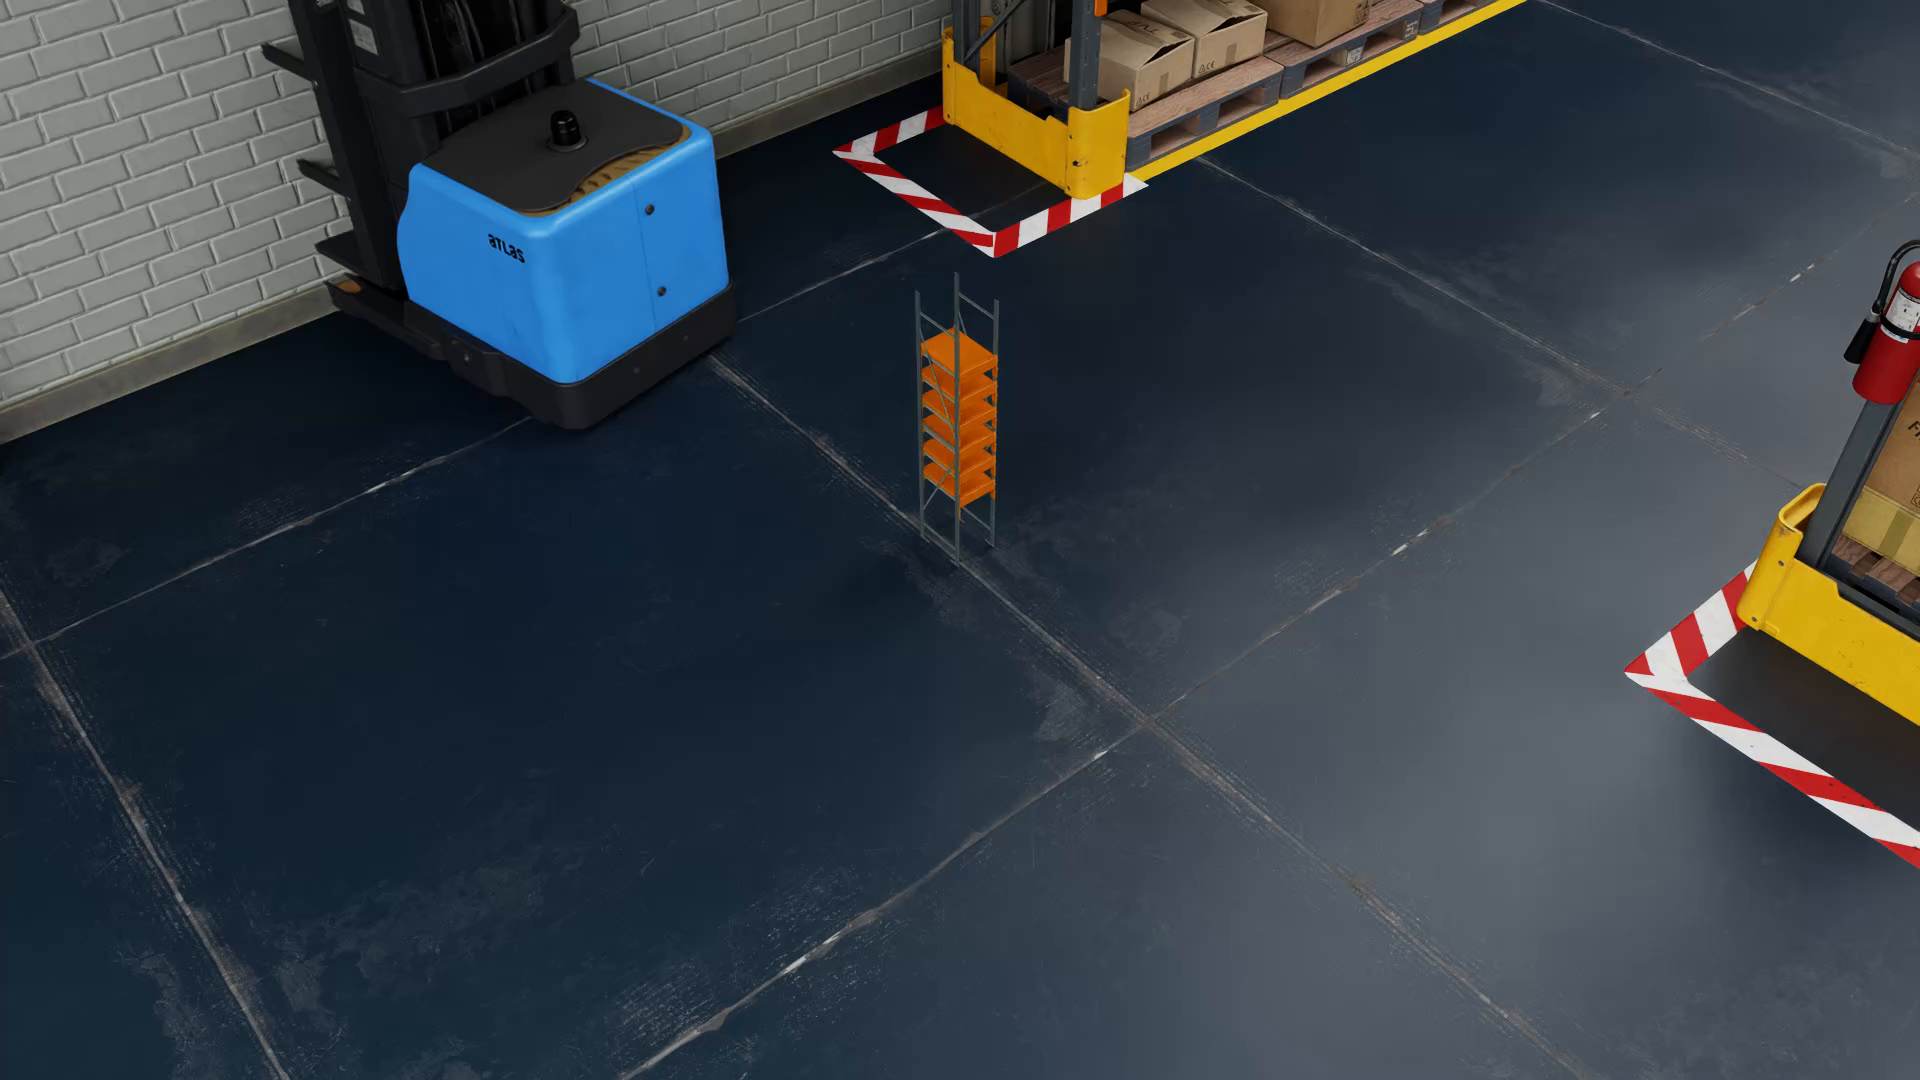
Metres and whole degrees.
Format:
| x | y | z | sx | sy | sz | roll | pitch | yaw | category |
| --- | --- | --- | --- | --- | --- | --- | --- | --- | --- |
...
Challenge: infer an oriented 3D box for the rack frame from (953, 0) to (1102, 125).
| x | y | z | sx | sy | sz | roll | pitch | yaw | category |
| --- | --- | --- | --- | --- | --- | --- | --- | --- | --- |
| 0.326 | -3.190 | 7.956 | 0.127 | 3.000 | 1.000 | -30 | 51 | -28 | rack frame |

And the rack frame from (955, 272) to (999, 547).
| x | y | z | sx | sy | sz | roll | pitch | yaw | category |
| --- | --- | --- | --- | --- | --- | --- | --- | --- | --- |
| 0.059 | -0.471 | 6.375 | 0.006 | 1.200 | 0.240 | -30 | 51 | -28 | rack frame |

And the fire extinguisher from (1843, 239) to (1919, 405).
| x | y | z | sx | sy | sz | roll | pitch | yaw | category |
| --- | --- | --- | --- | --- | --- | --- | --- | --- | --- |
| 3.118 | -0.755 | 5.419 | 0.183 | 0.674 | 0.296 | -30 | 51 | -28 | fire extinguisher |

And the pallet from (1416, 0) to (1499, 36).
| x | y | z | sx | sy | sz | roll | pitch | yaw | category |
| --- | --- | --- | --- | --- | --- | --- | --- | --- | --- |
| 2.902 | -3.617 | 10.447 | 1.213 | 0.211 | 1.003 | -30 | 51 | -28 | pallet |

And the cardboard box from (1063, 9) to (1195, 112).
| x | y | z | sx | sy | sz | roll | pitch | yaw | category |
| --- | --- | --- | --- | --- | --- | --- | --- | --- | --- |
| 0.914 | -2.627 | 8.999 | 0.500 | 0.311 | 0.500 | 33 | 52 | 30 | cardboard box |

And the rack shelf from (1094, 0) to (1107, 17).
| x | y | z | sx | sy | sz | roll | pitch | yaw | category |
| --- | --- | --- | --- | --- | --- | --- | --- | --- | --- |
| 1.860 | -3.807 | 9.138 | 4.000 | 0.370 | 1.077 | -30 | 51 | -28 | rack shelf |

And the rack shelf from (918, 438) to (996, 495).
| x | y | z | sx | sy | sz | roll | pitch | yaw | category |
| --- | --- | --- | --- | --- | --- | --- | --- | --- | --- |
| -0.011 | -0.311 | 6.445 | 0.180 | 0.103 | 0.258 | -30 | 51 | -28 | rack shelf |

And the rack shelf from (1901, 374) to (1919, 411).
| x | y | z | sx | sy | sz | roll | pitch | yaw | category |
| --- | --- | --- | --- | --- | --- | --- | --- | --- | --- |
| 5.041 | -1.207 | 6.370 | 4.000 | 0.370 | 1.077 | -30 | 51 | -28 | rack shelf |

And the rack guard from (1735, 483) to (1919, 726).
| x | y | z | sx | sy | sz | roll | pitch | yaw | category |
| --- | --- | --- | --- | --- | --- | --- | --- | --- | --- |
| 3.489 | 0.331 | 6.032 | 0.348 | 0.500 | 1.175 | -30 | 51 | -28 | rack guard |

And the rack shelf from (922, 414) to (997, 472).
| x | y | z | sx | sy | sz | roll | pitch | yaw | category |
| --- | --- | --- | --- | --- | --- | --- | --- | --- | --- |
| -0.011 | -0.399 | 6.363 | 0.180 | 0.103 | 0.258 | -30 | 51 | -28 | rack shelf |

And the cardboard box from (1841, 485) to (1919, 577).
| x | y | z | sx | sy | sz | roll | pitch | yaw | category |
| --- | --- | --- | --- | --- | --- | --- | --- | --- | --- |
| 3.729 | -0.132 | 6.401 | 0.500 | 0.250 | 0.500 | -30 | 51 | -28 | cardboard box |

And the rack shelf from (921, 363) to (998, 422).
| x | y | z | sx | sy | sz | roll | pitch | yaw | category |
| --- | --- | --- | --- | --- | --- | --- | --- | --- | --- |
| -0.011 | -0.574 | 6.199 | 0.180 | 0.103 | 0.258 | -30 | 51 | -28 | rack shelf |

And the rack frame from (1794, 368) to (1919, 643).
| x | y | z | sx | sy | sz | roll | pitch | yaw | category |
| --- | --- | --- | --- | --- | --- | --- | --- | --- | --- |
| 3.507 | -0.591 | 5.188 | 0.127 | 3.000 | 1.000 | -30 | 51 | -28 | rack frame |

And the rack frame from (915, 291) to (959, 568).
| x | y | z | sx | sy | sz | roll | pitch | yaw | category |
| --- | --- | --- | --- | --- | --- | --- | --- | --- | --- |
| -0.081 | -0.391 | 6.290 | 0.006 | 1.200 | 0.240 | -30 | 51 | -28 | rack frame |

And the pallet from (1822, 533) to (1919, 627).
| x | y | z | sx | sy | sz | roll | pitch | yaw | category |
| --- | --- | --- | --- | --- | --- | --- | --- | --- | --- |
| 4.067 | 0.068 | 6.524 | 1.213 | 0.211 | 1.003 | -30 | 51 | -28 | pallet |

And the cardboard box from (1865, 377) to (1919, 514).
| x | y | z | sx | sy | sz | roll | pitch | yaw | category |
| --- | --- | --- | --- | --- | --- | --- | --- | --- | --- |
| 3.728 | -0.407 | 6.146 | 0.500 | 0.500 | 0.500 | -30 | 51 | -28 | cardboard box |

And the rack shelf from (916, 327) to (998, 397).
| x | y | z | sx | sy | sz | roll | pitch | yaw | category |
| --- | --- | --- | --- | --- | --- | --- | --- | --- | --- |
| -0.011 | -0.661 | 6.116 | 0.180 | 0.103 | 0.258 | -30 | 51 | -28 | rack shelf |

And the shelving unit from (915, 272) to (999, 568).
| x | y | z | sx | sy | sz | roll | pitch | yaw | category |
| --- | --- | --- | --- | --- | --- | --- | --- | --- | --- |
| -0.011 | -0.431 | 6.332 | 0.189 | 1.200 | 0.258 | -30 | 51 | -28 | shelving unit |

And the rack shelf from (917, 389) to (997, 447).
| x | y | z | sx | sy | sz | roll | pitch | yaw | category |
| --- | --- | --- | --- | --- | --- | --- | --- | --- | --- |
| -0.011 | -0.486 | 6.281 | 0.180 | 0.103 | 0.258 | -30 | 51 | -28 | rack shelf |

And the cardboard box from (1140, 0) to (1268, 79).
| x | y | z | sx | sy | sz | roll | pitch | yaw | category |
| --- | --- | --- | --- | --- | --- | --- | --- | --- | --- |
| 1.352 | -2.878 | 9.266 | 0.500 | 0.311 | 0.500 | -26 | 49 | -25 | cardboard box |

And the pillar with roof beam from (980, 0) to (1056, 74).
| x | y | z | sx | sy | sz | roll | pitch | yaw | category |
| --- | --- | --- | --- | --- | --- | --- | --- | --- | --- |
| 3.070 | -3.878 | 4.306 | 0.400 | 9.000 | 9.100 | -30 | 51 | -28 | pillar with roof beam |

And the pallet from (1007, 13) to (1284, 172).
| x | y | z | sx | sy | sz | roll | pitch | yaw | category |
| --- | --- | --- | --- | --- | --- | --- | --- | --- | --- |
| 1.030 | -2.546 | 9.306 | 1.213 | 0.211 | 1.003 | -30 | 51 | -28 | pallet |

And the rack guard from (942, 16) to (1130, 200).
| x | y | z | sx | sy | sz | roll | pitch | yaw | category |
| --- | --- | --- | --- | --- | --- | --- | --- | --- | --- |
| 0.384 | -2.313 | 8.847 | 0.348 | 0.500 | 1.175 | -30 | 51 | -28 | rack guard |

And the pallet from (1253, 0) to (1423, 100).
| x | y | z | sx | sy | sz | roll | pitch | yaw | category |
| --- | --- | --- | --- | --- | --- | --- | --- | --- | --- |
| 1.965 | -3.079 | 9.874 | 1.213 | 0.211 | 1.003 | -30 | 51 | -28 | pallet |

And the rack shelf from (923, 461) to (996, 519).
| x | y | z | sx | sy | sz | roll | pitch | yaw | category |
| --- | --- | --- | --- | --- | --- | --- | --- | --- | --- |
| -0.011 | -0.224 | 6.527 | 0.180 | 0.103 | 0.258 | -30 | 51 | -28 | rack shelf |

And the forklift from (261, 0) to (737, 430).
| x | y | z | sx | sy | sz | roll | pitch | yaw | category |
| --- | --- | --- | --- | --- | --- | --- | --- | --- | --- |
| -2.501 | -2.386 | 7.149 | 3.031 | 2.935 | 1.130 | 28 | 50 | 27 | forklift |

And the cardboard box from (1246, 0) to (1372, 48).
| x | y | z | sx | sy | sz | roll | pitch | yaw | category |
| --- | --- | --- | --- | --- | --- | --- | --- | --- | --- |
| 1.947 | -3.243 | 9.516 | 0.500 | 0.500 | 0.700 | -33 | 52 | -30 | cardboard box |
